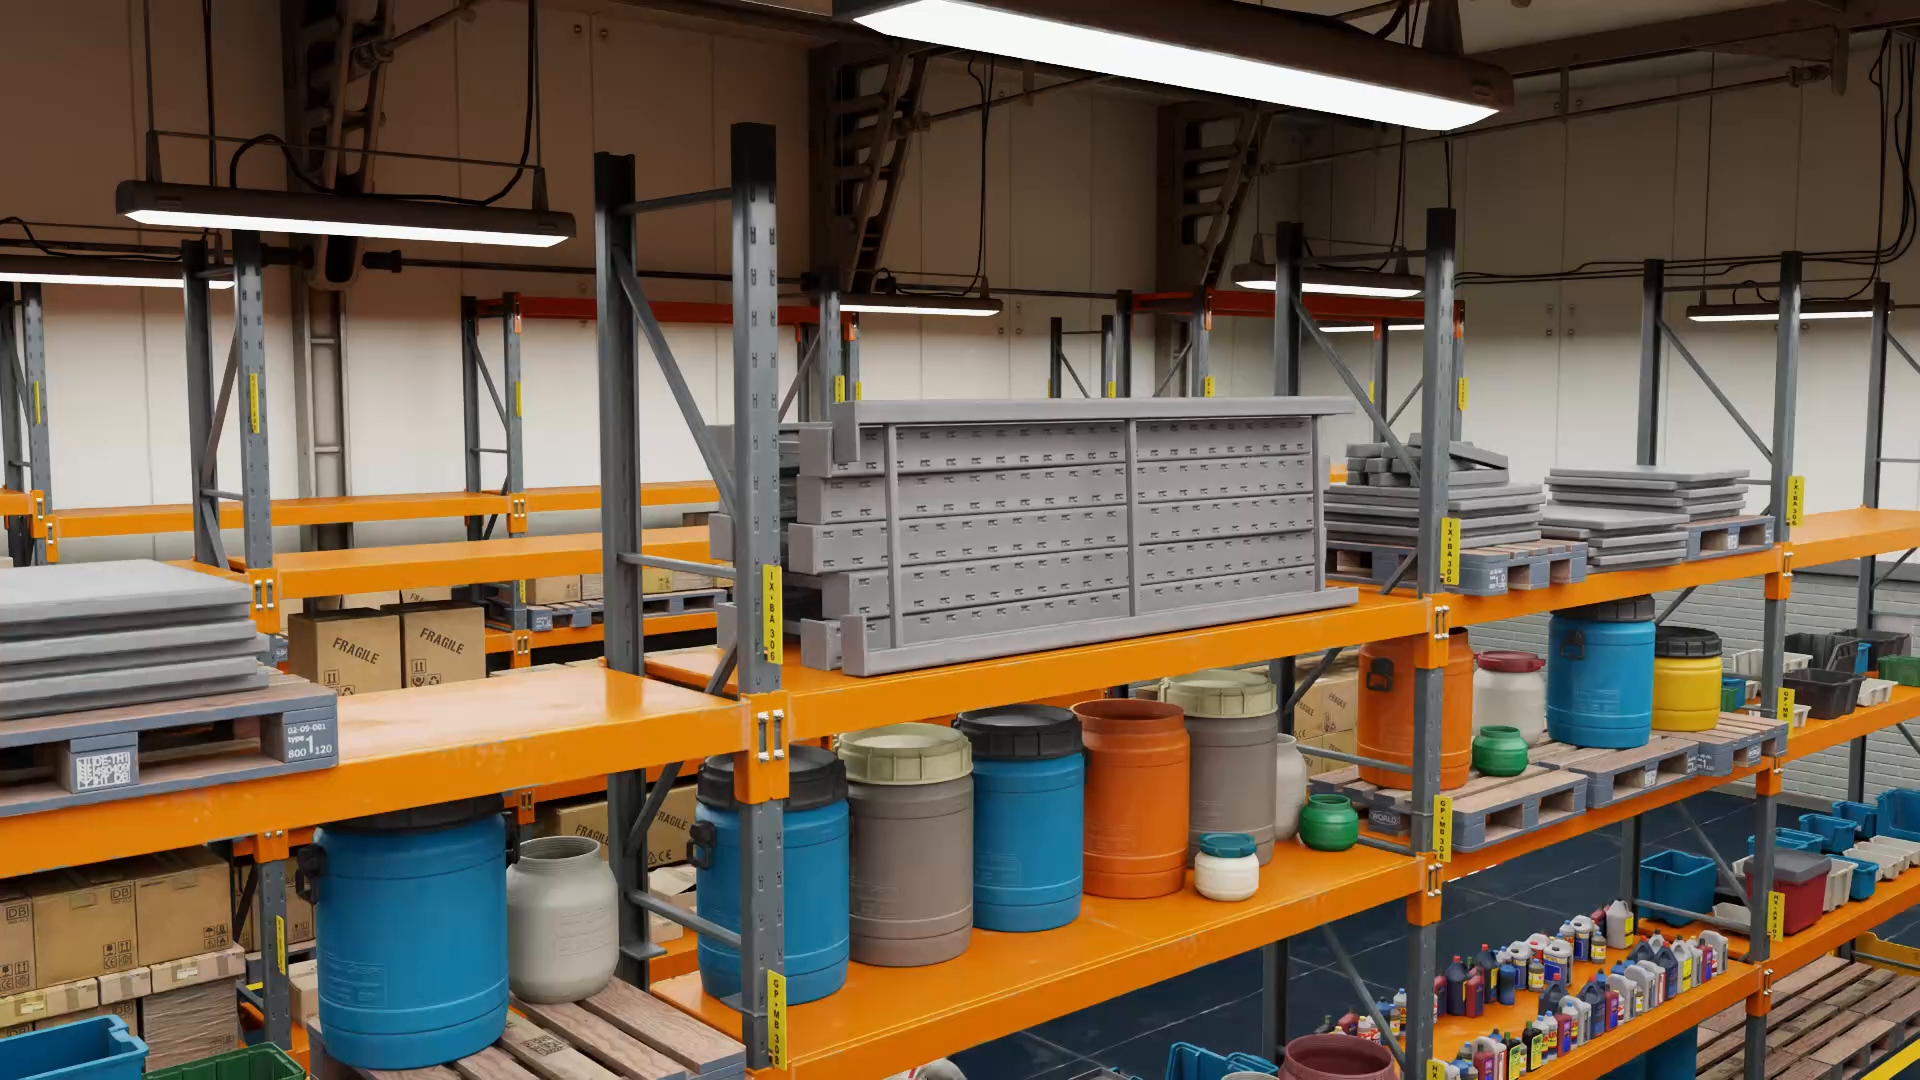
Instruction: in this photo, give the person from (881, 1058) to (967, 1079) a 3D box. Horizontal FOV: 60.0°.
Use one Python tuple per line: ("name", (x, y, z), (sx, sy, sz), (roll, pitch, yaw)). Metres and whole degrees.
("person", (-0.324, 3.393, 9.084), (0.843, 1.821, 0.636), (-5, 7, -41))
